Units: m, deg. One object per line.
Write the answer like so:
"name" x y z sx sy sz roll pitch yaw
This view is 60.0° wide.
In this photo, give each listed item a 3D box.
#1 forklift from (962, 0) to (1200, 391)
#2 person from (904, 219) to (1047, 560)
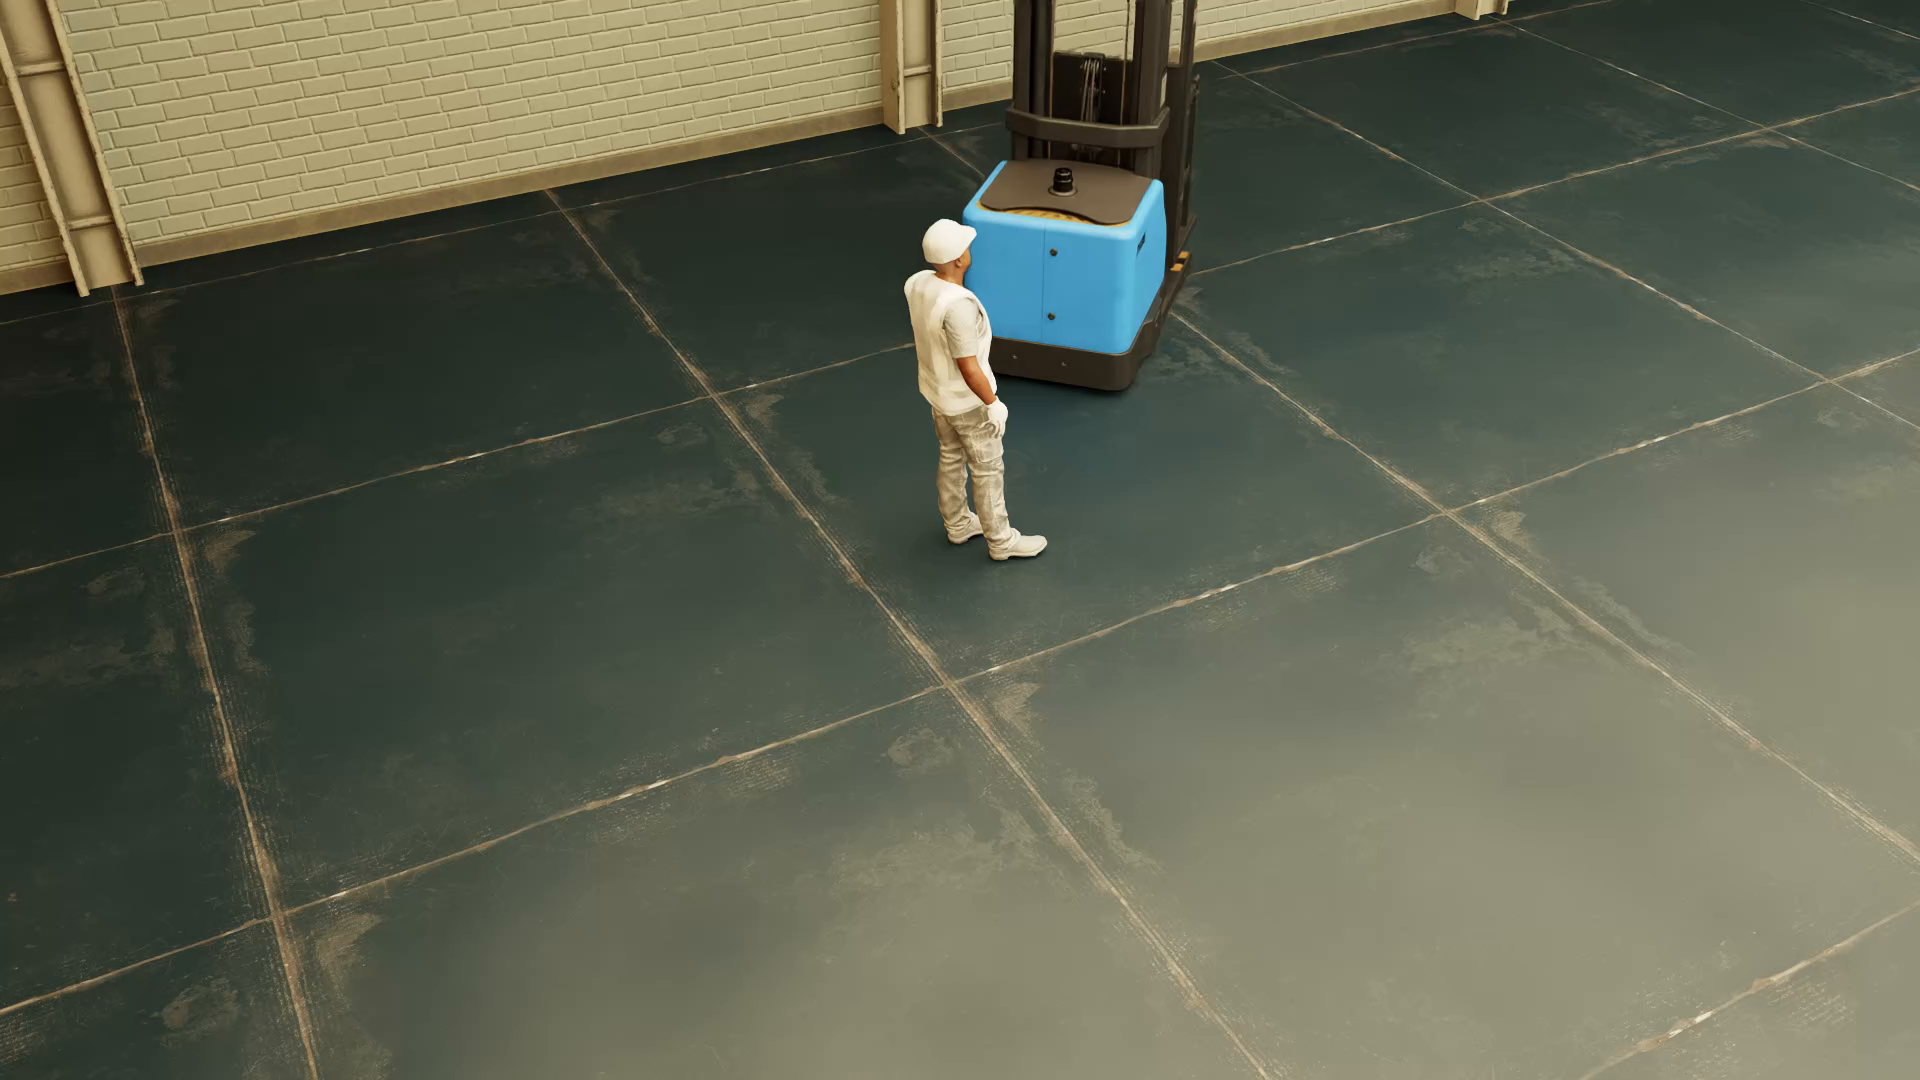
"forklift" 0.931 -2.924 10.260 1.130 2.935 3.031 10 37 14
"person" 0.067 -0.749 8.165 0.577 1.781 0.656 -17 39 -23
